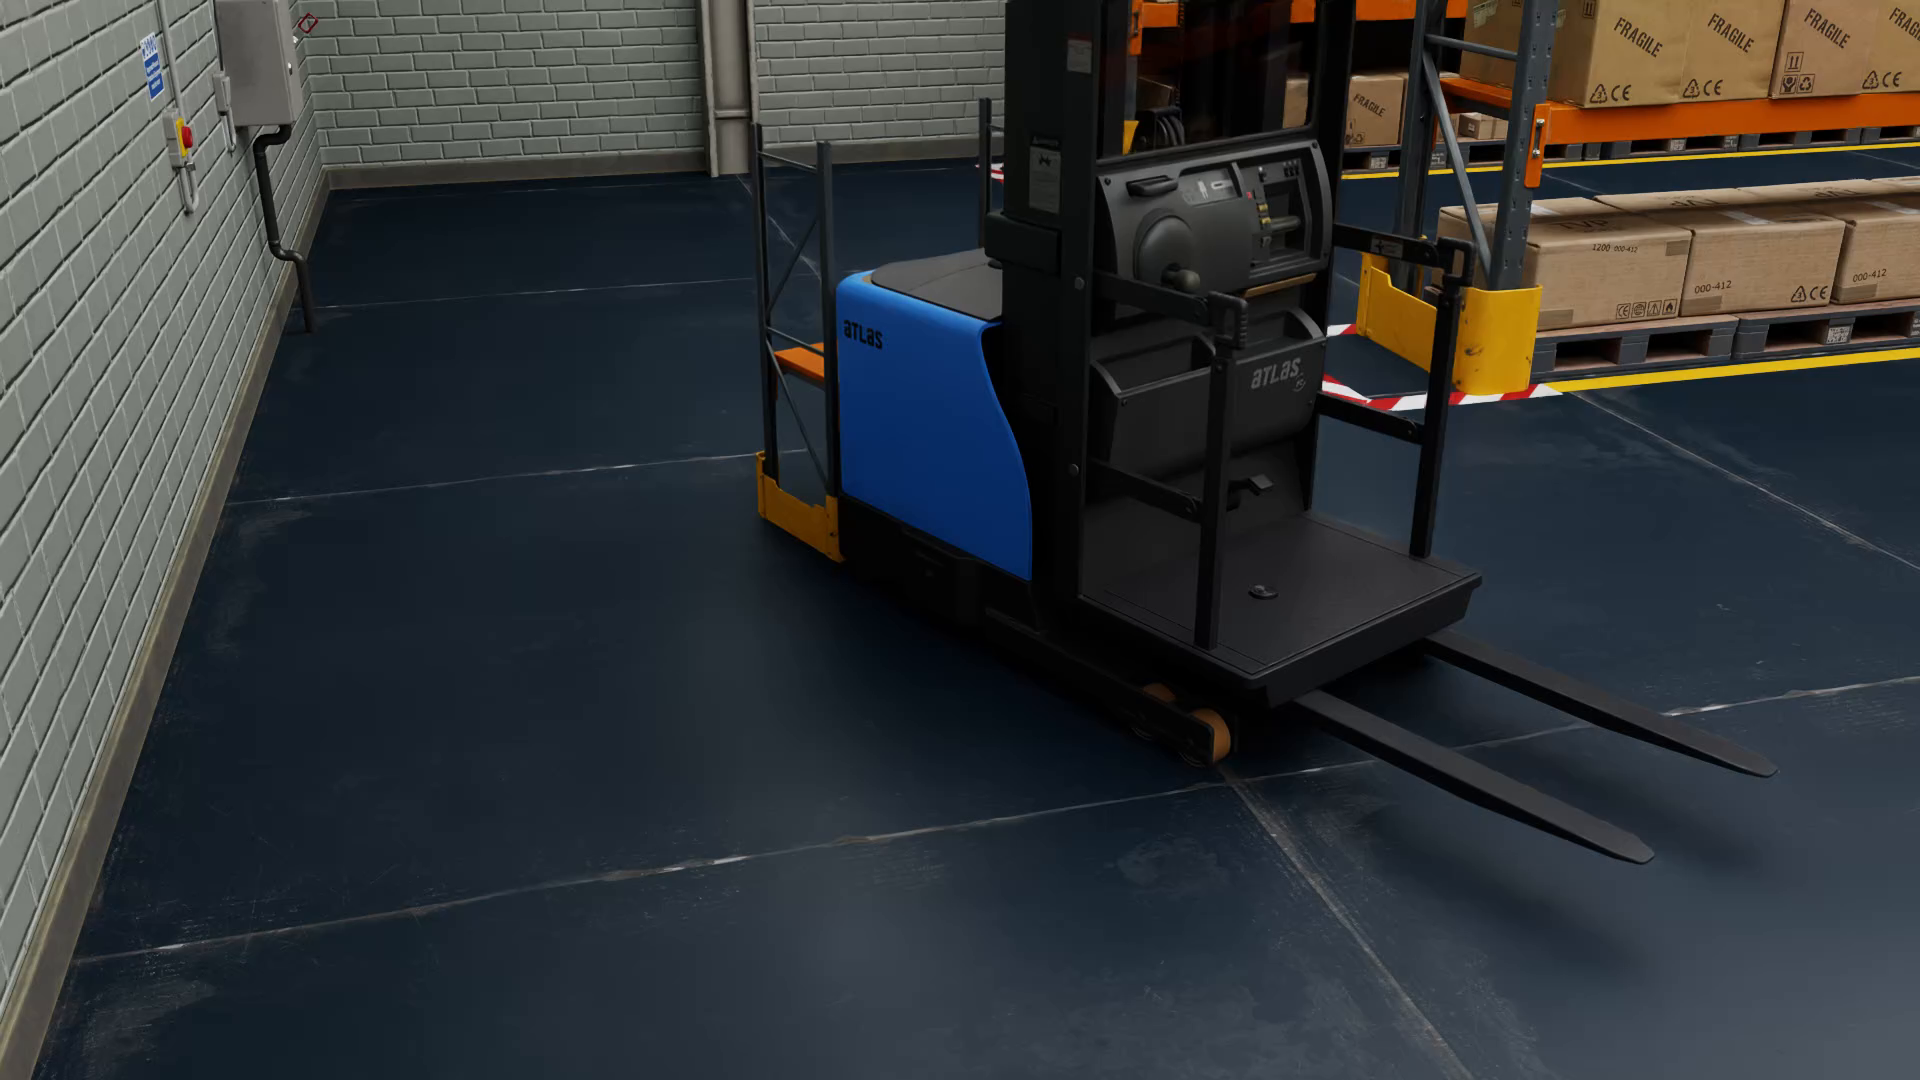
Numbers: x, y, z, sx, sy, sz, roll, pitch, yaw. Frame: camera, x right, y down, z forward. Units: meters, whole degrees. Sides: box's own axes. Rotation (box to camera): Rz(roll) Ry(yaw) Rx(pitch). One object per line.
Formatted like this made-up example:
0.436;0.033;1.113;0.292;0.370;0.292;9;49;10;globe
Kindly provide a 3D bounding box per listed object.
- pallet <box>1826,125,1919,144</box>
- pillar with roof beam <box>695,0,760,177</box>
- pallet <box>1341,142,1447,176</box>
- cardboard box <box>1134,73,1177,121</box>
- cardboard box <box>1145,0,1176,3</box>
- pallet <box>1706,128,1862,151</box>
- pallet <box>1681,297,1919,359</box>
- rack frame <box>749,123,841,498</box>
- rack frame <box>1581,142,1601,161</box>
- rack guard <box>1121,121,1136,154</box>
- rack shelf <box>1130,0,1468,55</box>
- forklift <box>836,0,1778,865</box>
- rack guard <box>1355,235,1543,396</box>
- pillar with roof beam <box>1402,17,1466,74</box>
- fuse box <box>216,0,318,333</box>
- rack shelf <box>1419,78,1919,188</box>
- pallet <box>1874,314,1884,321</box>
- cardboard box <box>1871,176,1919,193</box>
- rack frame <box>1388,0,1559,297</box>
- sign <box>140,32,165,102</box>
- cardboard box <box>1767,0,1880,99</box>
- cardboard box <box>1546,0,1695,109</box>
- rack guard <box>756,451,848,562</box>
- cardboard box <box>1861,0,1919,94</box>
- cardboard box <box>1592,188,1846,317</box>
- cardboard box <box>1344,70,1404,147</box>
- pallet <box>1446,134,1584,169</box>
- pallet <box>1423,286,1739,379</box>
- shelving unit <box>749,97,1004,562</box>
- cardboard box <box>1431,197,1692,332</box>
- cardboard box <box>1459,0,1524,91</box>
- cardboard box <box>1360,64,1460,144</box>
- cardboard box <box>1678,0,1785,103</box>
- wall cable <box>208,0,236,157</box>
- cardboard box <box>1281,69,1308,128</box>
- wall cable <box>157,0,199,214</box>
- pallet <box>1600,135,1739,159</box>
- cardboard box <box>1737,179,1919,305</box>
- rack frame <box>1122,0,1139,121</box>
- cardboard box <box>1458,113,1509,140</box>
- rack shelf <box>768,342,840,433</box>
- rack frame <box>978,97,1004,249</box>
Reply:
8.057;-3.684;14.569;1.213;0.211;1.003;-6;24;-14;pallet
-0.593;-5.356;7.321;0.400;9.000;9.100;-6;24;-14;pillar with roof beam
3.096;-3.119;13.252;1.213;0.211;1.003;-6;24;-14;pallet
1.698;-3.254;12.662;0.637;0.503;0.797;-7;24;-16;cardboard box
1.474;-3.994;12.073;0.250;0.149;0.380;-6;24;-15;cardboard box
6.885;-3.556;14.269;1.213;0.211;1.003;-6;24;-14;pallet
4.349;-1.257;8.911;1.213;0.211;1.003;-6;24;-14;pallet
-0.588;-0.709;5.999;0.032;1.500;0.500;-16;28;-33;rack frame
4.935;-4.605;13.178;0.127;3.000;1.000;-6;24;-14;rack frame
1.157;-3.038;12.697;0.348;0.500;1.175;-6;24;-14;rack guard
3.009;-4.061;12.823;4.000;0.370;1.077;-6;24;-14;rack shelf
0.894;-0.924;4.685;1.130;2.935;3.031;-18;29;-36;forklift
2.405;-1.144;8.281;0.348;0.500;1.175;-6;24;-14;rack guard
5.184;-5.995;8.811;0.400;9.000;9.100;-6;24;-14;pillar with roof beam
-3.422;-1.906;8.523;0.414;1.711;0.539;-6;24;-14;fuse box
4.354;-2.177;8.432;4.000;0.370;1.077;-6;24;-14;rack shelf
5.526;-1.388;9.217;1.213;0.211;1.003;-6;24;-14;pallet
5.646;-1.710;9.149;0.875;0.438;0.875;-7;24;-15;cardboard box
2.428;-2.295;7.794;0.127;3.000;1.000;-6;24;-14;rack frame
-3.041;-1.785;6.262;0.001;0.218;0.327;-6;24;-14;sign
3.942;-2.395;7.900;0.500;0.500;0.500;-6;24;-15;cardboard box
2.968;-2.283;7.639;0.500;0.500;0.500;-7;24;-15;cardboard box
-0.587;-0.134;6.246;0.087;0.250;0.587;-16;28;-33;rack guard
4.419;-2.454;8.039;0.500;0.500;0.500;-6;24;-13;cardboard box
3.915;-1.519;8.703;0.875;0.438;0.875;-6;24;-13;cardboard box
3.068;-3.347;12.884;0.500;0.500;0.500;-6;24;-13;cardboard box
4.273;-3.251;13.558;1.213;0.211;1.003;-6;24;-14;pallet
3.177;-1.128;8.612;1.213;0.211;1.003;-6;24;-14;pallet
-0.185;-0.825;6.270;1.083;1.500;0.587;-16;28;-33;shelving unit
3.036;-1.419;8.469;0.875;0.438;0.875;-7;24;-16;cardboard box
2.821;-2.493;8.128;0.500;0.500;0.500;-6;24;-14;cardboard box
3.531;-3.439;13.099;0.500;0.500;0.700;-7;24;-16;cardboard box
3.447;-2.347;7.790;0.500;0.500;0.500;-7;24;-15;cardboard box
-3.389;-2.689;7.425;0.122;1.984;0.588;-6;24;-14;wall cable
2.532;-3.329;12.841;0.500;0.500;0.700;-5;24;-12;cardboard box
-2.995;-2.167;6.167;0.123;1.953;0.585;-6;24;-14;wall cable
5.708;-3.424;13.963;1.213;0.211;1.003;-6;24;-14;pallet
4.784;-1.615;8.926;0.875;0.438;0.875;-7;24;-16;cardboard box
1.083;-4.179;12.185;0.127;3.000;1.000;-6;24;-14;rack frame
4.134;-3.333;13.147;0.258;0.266;0.396;-5;24;-12;cardboard box
-0.178;-0.662;6.346;1.000;0.185;0.538;-16;28;-33;rack shelf
0.233;-0.945;6.551;0.032;1.500;0.500;-16;28;-33;rack frame
